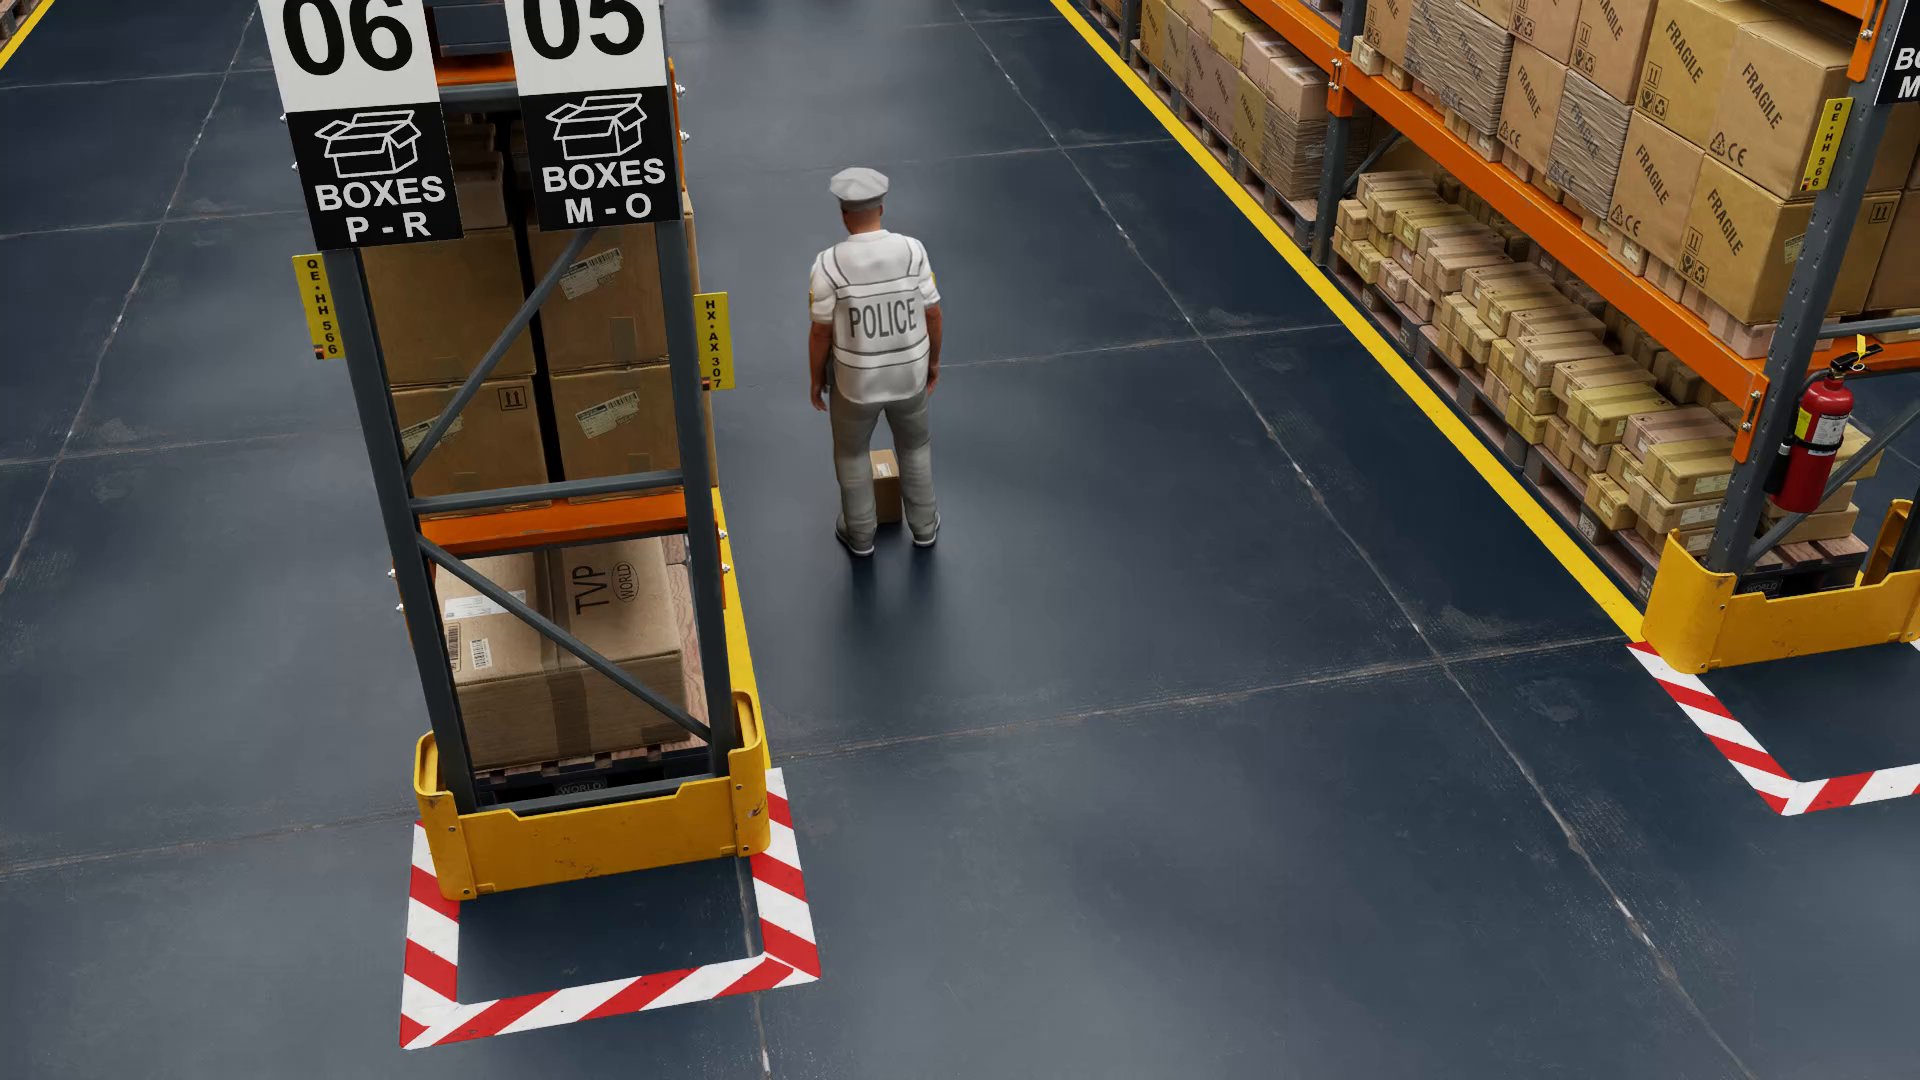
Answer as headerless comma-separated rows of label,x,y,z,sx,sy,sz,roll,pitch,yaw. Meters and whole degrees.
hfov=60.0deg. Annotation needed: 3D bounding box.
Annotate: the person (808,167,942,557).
person,-0.354,-0.715,7.190,0.604,1.747,0.437,-9,35,-13
